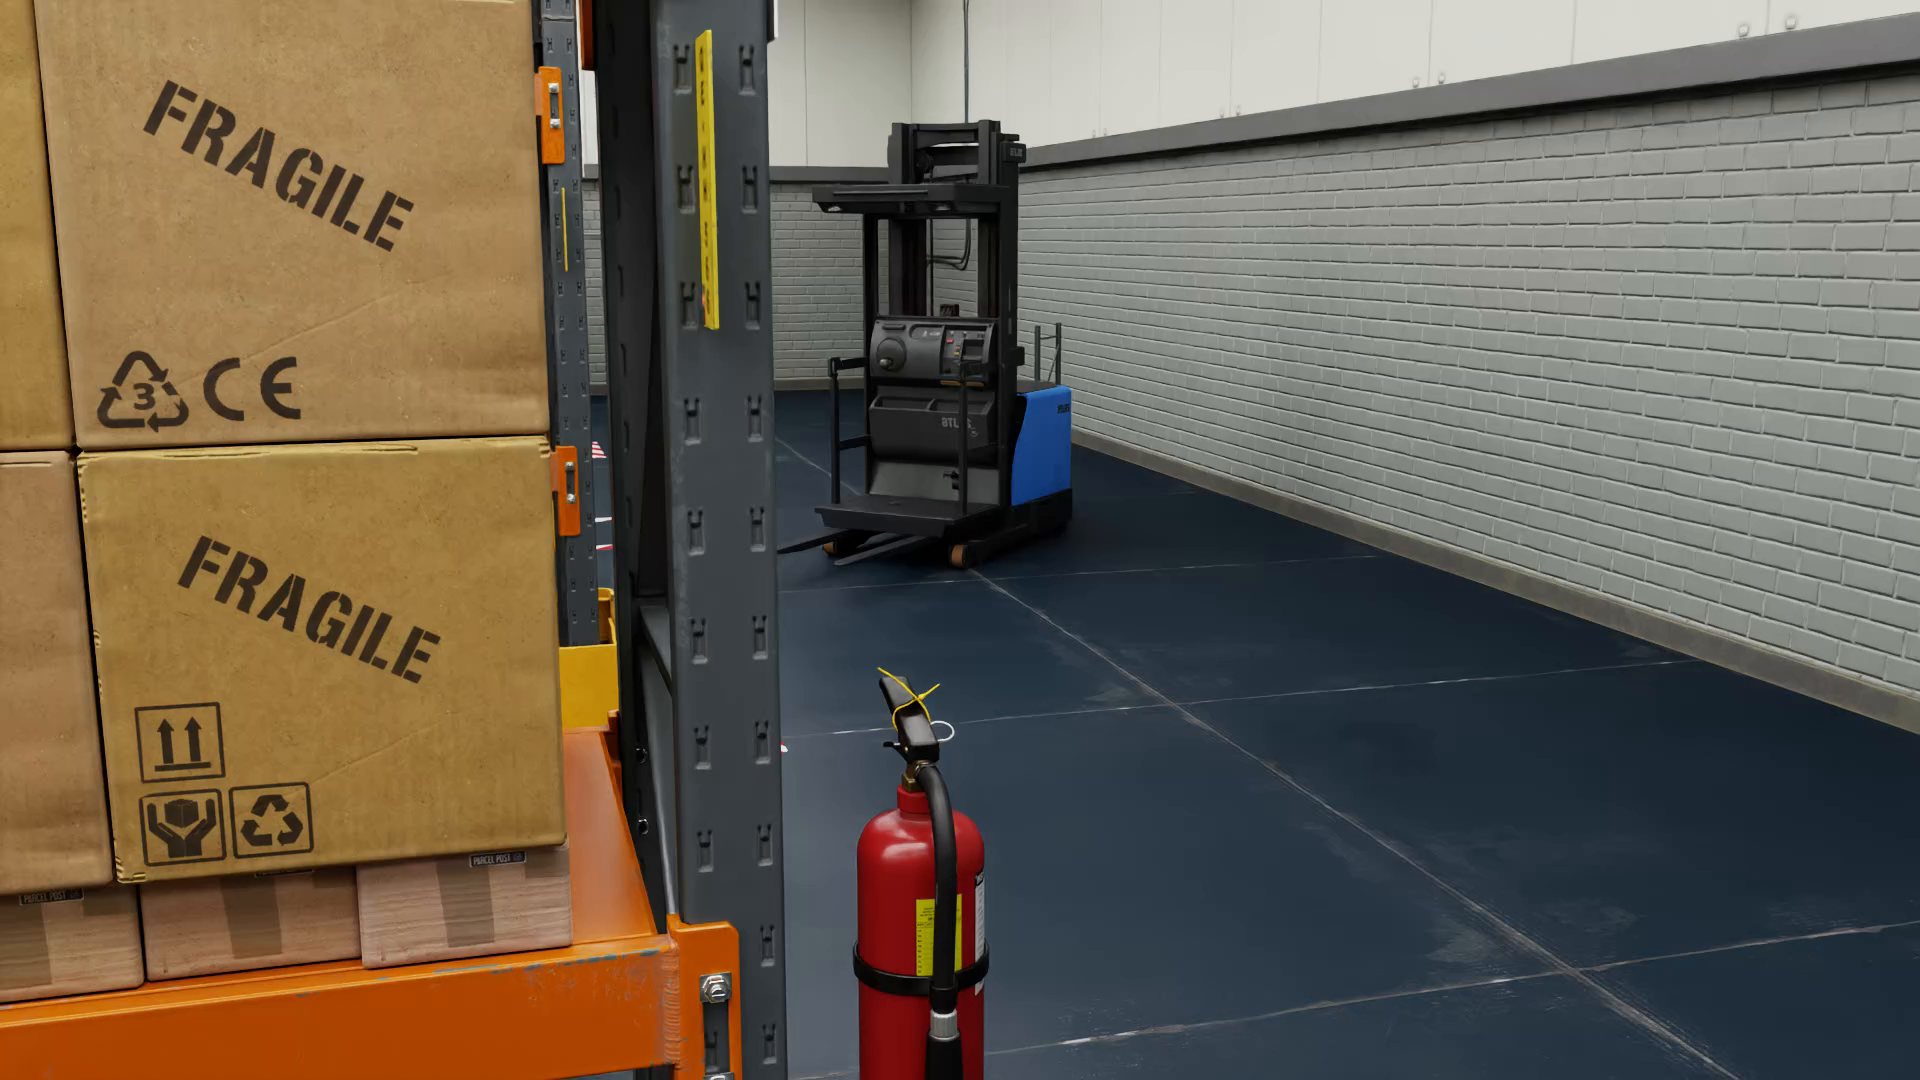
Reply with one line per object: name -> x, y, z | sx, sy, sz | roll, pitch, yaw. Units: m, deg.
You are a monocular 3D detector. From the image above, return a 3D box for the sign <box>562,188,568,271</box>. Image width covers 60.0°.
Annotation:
sign -> -1.574, -1.235, 6.618 | 0.005, 0.325, 0.100 | -3, 11, -16

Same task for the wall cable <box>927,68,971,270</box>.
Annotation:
wall cable -> -0.335, -4.875, 22.248 | 0.112, 2.526, 3.097 | -3, 11, -16

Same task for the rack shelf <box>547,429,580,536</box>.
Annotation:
rack shelf -> -3.632, -0.189, 6.776 | 4.000, 0.370, 1.077 | -3, 11, -16

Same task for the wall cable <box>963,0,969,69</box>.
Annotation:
wall cable -> 0.421, -6.888, 19.236 | 0.112, 2.526, 3.097 | -3, 11, -16

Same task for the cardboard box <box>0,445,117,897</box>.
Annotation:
cardboard box -> -1.278, 0.120, 2.010 | 0.500, 0.500, 0.500 | -3, 11, -17

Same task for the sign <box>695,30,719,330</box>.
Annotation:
sign -> -0.287, -0.404, 1.887 | 0.005, 0.325, 0.100 | -3, 11, -16

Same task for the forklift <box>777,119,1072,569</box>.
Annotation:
forklift -> -0.294, -1.341, 11.238 | 1.130, 2.935, 3.031 | 5, 12, 27

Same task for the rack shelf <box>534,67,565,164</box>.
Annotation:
rack shelf -> -3.632, -1.664, 6.505 | 4.000, 0.370, 1.077 | -3, 11, -16

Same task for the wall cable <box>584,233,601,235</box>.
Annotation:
wall cable -> -4.901, -3.956, 22.446 | 1.851, 1.984, 0.084 | -3, 11, -16

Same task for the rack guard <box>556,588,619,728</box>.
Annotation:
rack guard -> -1.689, 0.584, 7.494 | 0.348, 0.500, 1.175 | -3, 11, -16

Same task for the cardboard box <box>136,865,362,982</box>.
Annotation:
cardboard box -> -0.906, 0.418, 2.183 | 0.250, 0.149, 0.380 | -3, 11, -16

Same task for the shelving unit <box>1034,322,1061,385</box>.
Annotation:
shelving unit -> 0.213, -0.957, 13.104 | 1.048, 1.500, 0.538 | 5, 11, 23

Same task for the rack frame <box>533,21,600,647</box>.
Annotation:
rack frame -> -1.712, -0.644, 7.261 | 0.127, 3.000, 1.000 | -3, 11, -16

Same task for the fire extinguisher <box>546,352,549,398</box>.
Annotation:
fire extinguisher -> -2.825, -1.212, 11.591 | 0.183, 0.674, 0.296 | -3, 11, -16

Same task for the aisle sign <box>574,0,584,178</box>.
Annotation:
aisle sign -> -1.559, -1.874, 6.762 | 0.004, 0.787, 0.394 | -3, 11, -16

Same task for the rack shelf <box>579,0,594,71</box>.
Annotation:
rack shelf -> -2.343, -0.797, 1.793 | 4.000, 0.370, 1.077 | -3, 11, -16

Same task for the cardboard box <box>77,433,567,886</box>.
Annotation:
cardboard box -> -0.782, 0.095, 2.147 | 0.500, 0.500, 0.500 | -3, 11, -15

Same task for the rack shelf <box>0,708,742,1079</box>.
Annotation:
rack shelf -> -2.343, 0.678, 2.065 | 4.000, 0.370, 1.077 | -3, 11, -16

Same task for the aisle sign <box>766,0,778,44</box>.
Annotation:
aisle sign -> -0.269, -1.007, 2.051 | 0.004, 0.787, 0.394 | -3, 11, -16

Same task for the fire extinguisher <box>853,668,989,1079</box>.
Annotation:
fire extinguisher -> -0.052, 0.512, 2.224 | 0.183, 0.674, 0.296 | -3, 11, -16

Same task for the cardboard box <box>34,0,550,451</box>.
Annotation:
cardboard box -> -0.793, -0.398, 2.062 | 0.500, 0.500, 0.500 | -3, 11, -17

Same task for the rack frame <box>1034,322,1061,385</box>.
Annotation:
rack frame -> 0.678, -0.920, 12.903 | 0.032, 1.500, 0.500 | 5, 11, 23

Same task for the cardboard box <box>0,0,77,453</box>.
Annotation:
cardboard box -> -1.279, -0.372, 1.923 | 0.500, 0.500, 0.500 | -3, 11, -18

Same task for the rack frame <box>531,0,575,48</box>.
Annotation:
rack frame -> -1.712, -3.595, 6.718 | 0.127, 3.000, 1.000 | -3, 11, -16

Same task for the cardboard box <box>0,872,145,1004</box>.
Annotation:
cardboard box -> -1.143, 0.434, 2.100 | 0.250, 0.149, 0.380 | -3, 11, -17

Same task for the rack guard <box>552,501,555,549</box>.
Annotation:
rack guard -> -3.077, -0.279, 12.183 | 0.348, 0.500, 1.175 | -3, 11, -16

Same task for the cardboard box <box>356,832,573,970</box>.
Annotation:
cardboard box -> -0.657, 0.412, 2.216 | 0.250, 0.149, 0.380 | -3, 11, -16
